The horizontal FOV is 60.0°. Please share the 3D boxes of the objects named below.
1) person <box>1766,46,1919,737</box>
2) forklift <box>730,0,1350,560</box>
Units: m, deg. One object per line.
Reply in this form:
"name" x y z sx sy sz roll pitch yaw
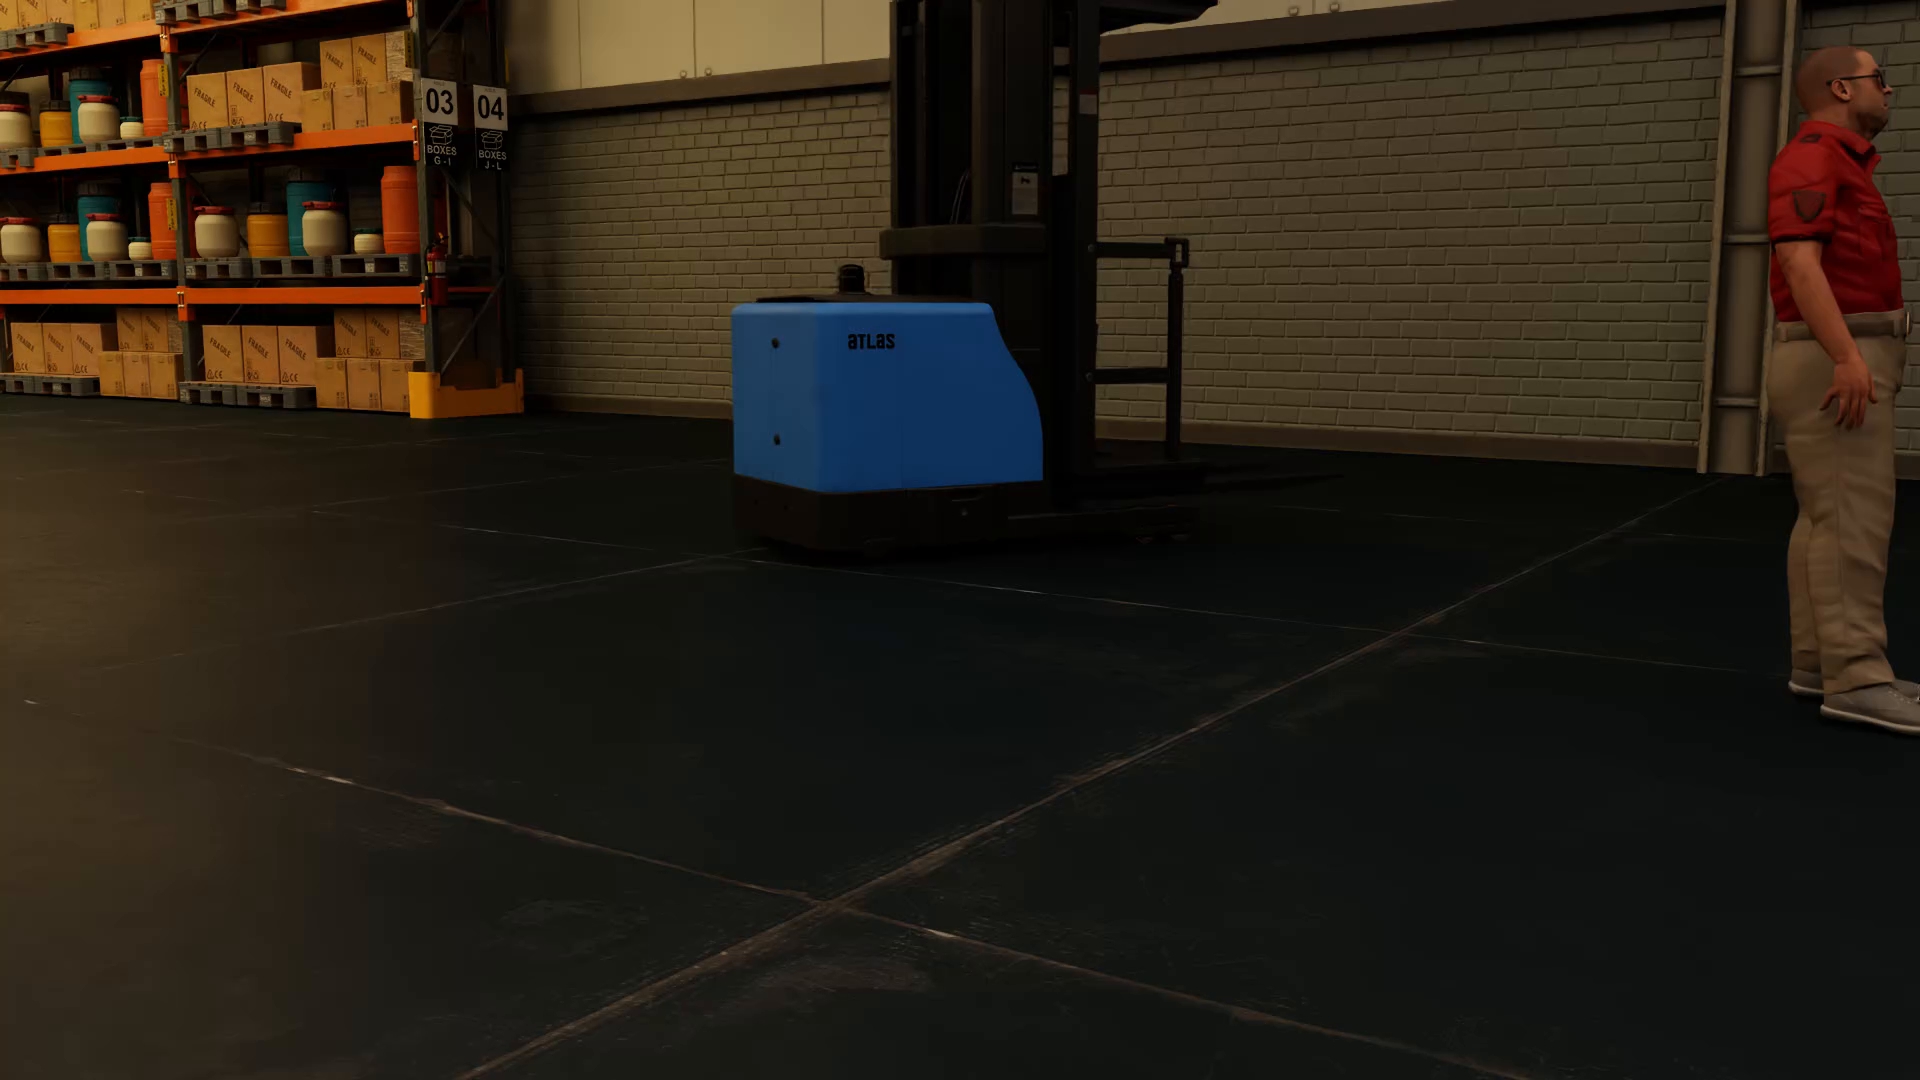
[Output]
"person" 2.386 -0.414 4.343 0.540 1.731 0.629 5 9 30
"forklift" 0.492 -1.498 7.724 3.031 2.935 1.130 -5 9 -30
